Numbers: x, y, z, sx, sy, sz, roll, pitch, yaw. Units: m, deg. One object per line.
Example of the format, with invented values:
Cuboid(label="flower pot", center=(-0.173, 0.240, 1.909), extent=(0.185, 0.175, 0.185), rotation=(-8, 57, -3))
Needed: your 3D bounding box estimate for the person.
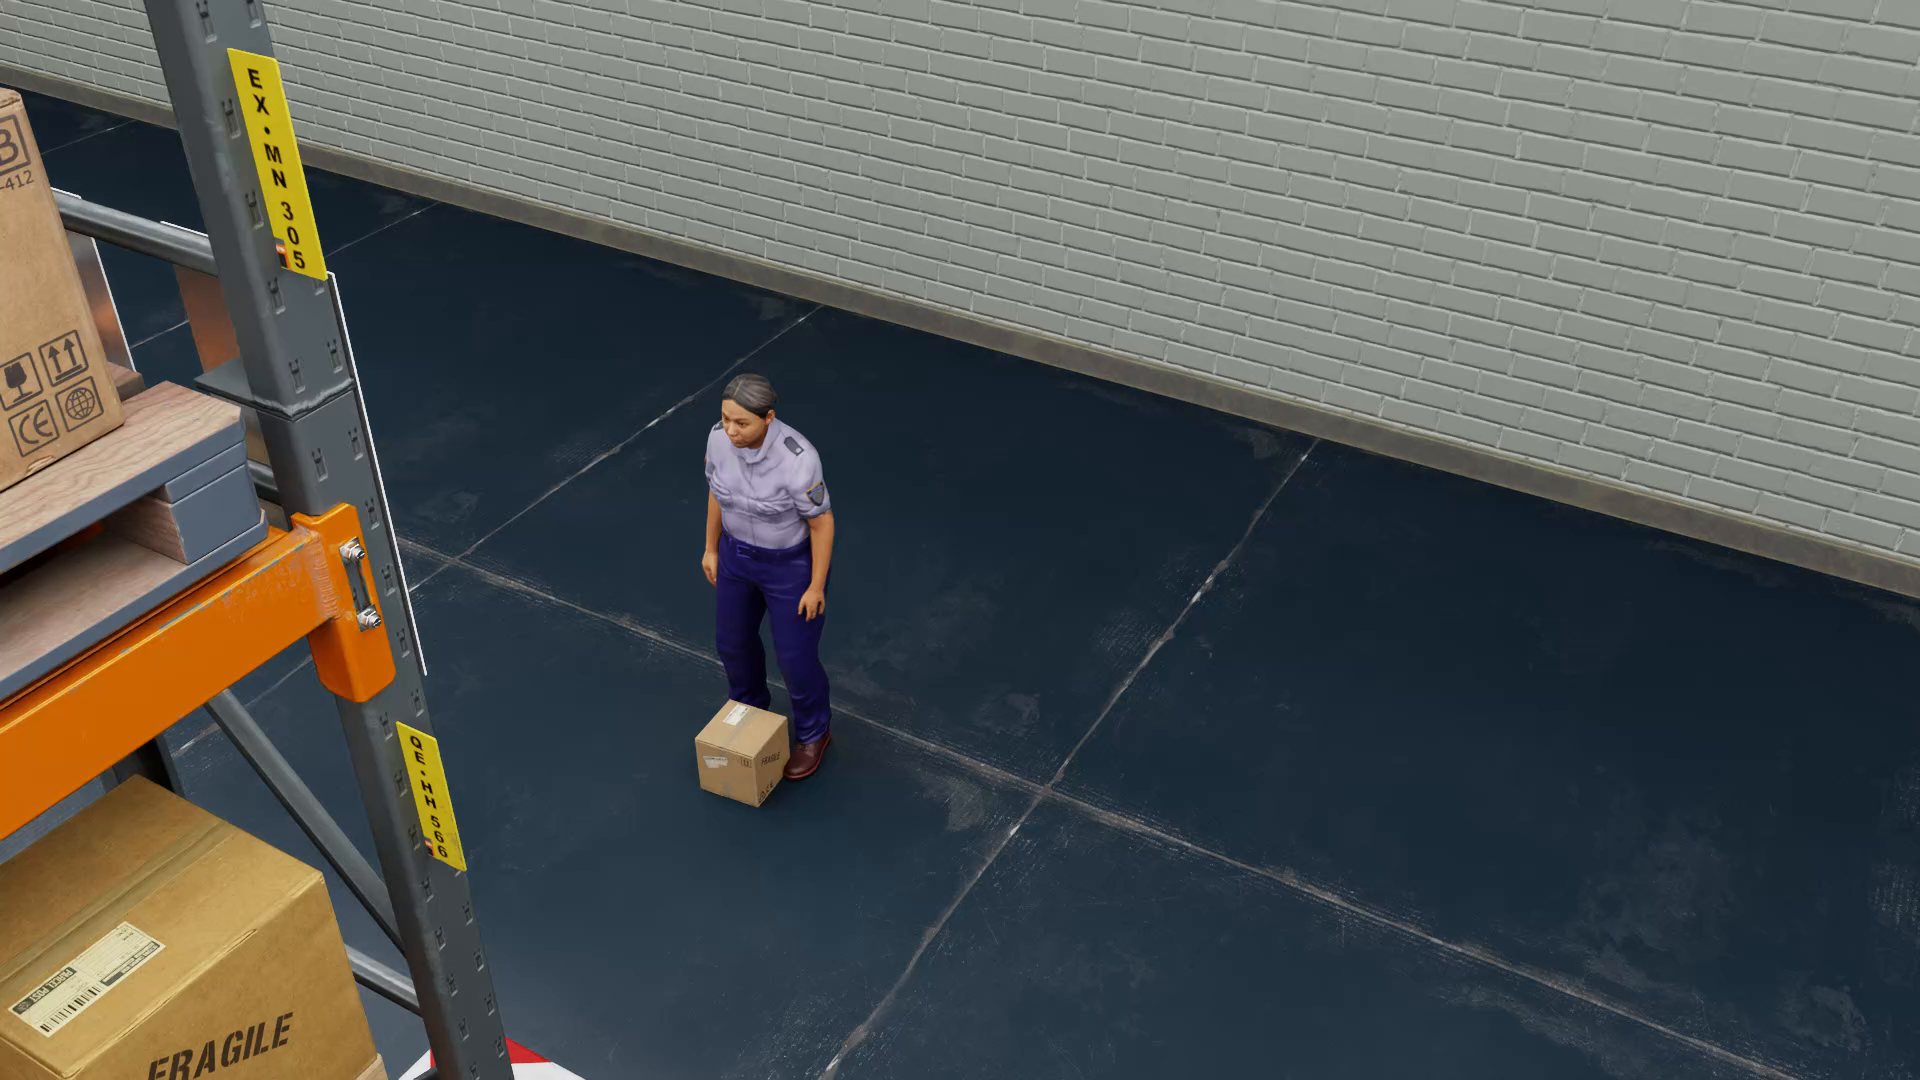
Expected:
Cuboid(label="person", center=(-0.695, 0.101, 6.001), extent=(0.534, 1.652, 0.370), rotation=(18, 38, 25))
